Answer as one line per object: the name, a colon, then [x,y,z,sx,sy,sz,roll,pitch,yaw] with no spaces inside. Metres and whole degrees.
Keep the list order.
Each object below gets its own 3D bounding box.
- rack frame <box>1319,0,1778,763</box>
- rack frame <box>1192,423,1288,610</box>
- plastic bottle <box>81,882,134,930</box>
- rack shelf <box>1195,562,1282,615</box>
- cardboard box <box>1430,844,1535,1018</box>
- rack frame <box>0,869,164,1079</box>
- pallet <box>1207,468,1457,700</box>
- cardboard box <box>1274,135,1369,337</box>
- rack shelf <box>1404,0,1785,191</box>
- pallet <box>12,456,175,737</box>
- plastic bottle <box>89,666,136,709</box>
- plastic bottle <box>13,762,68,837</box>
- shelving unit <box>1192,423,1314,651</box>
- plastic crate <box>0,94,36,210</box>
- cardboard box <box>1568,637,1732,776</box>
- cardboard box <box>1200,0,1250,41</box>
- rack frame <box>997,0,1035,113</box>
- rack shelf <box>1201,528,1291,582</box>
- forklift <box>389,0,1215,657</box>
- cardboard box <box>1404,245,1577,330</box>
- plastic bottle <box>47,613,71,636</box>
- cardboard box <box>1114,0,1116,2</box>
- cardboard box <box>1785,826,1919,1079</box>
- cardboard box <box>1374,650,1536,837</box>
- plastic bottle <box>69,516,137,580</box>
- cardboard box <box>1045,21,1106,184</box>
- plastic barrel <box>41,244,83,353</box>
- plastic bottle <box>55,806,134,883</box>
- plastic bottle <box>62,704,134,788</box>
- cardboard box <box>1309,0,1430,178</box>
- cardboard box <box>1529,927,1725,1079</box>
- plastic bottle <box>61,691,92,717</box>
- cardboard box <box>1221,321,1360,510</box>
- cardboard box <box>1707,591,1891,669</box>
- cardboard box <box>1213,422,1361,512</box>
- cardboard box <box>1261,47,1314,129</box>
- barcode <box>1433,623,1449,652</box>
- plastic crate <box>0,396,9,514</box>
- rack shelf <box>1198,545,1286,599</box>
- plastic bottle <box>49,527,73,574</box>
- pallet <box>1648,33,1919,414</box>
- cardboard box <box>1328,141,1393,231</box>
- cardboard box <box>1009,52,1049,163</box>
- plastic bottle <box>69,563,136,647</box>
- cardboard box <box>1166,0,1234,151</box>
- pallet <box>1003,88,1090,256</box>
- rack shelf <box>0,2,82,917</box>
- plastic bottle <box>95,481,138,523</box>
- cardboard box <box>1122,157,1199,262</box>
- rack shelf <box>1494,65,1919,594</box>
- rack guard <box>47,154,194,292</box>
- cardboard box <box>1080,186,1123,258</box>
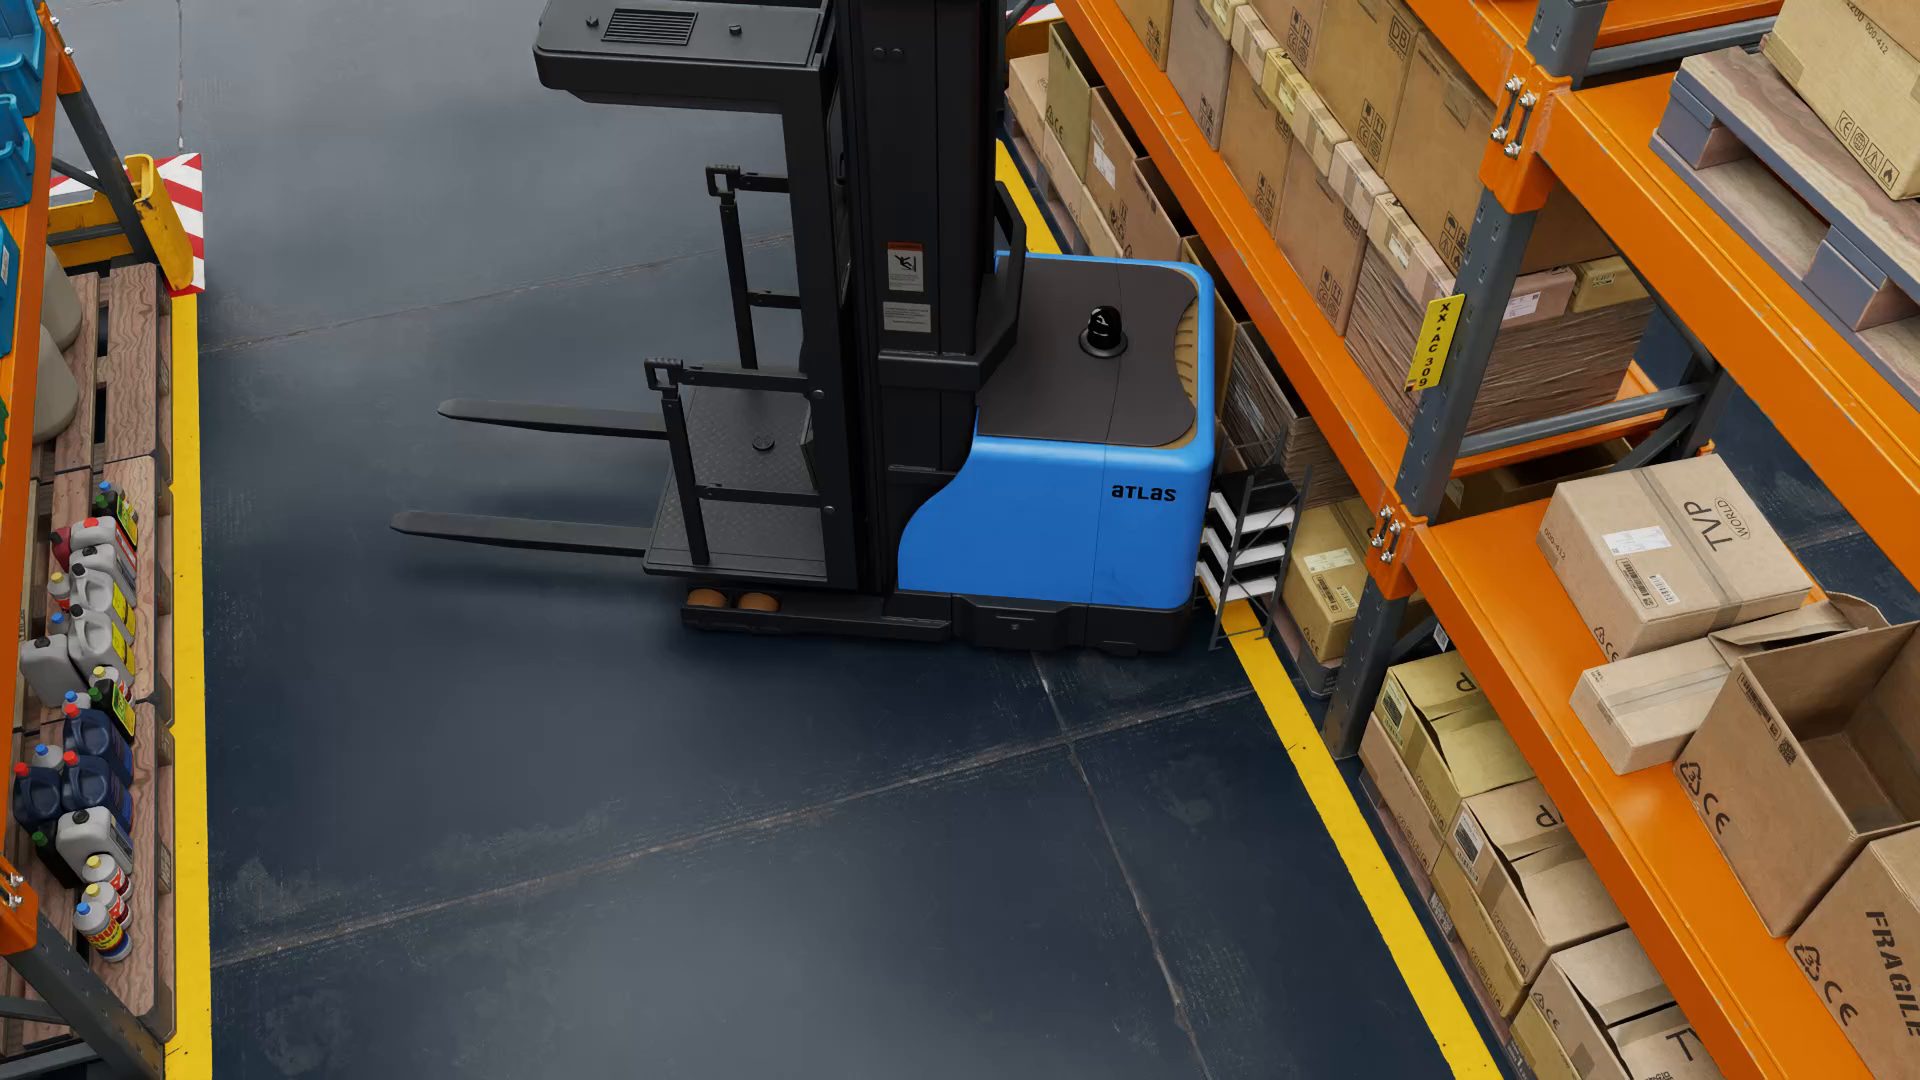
rack frame: [1.782,-0.339,4.863,1.000,3.000,0.127,-13,51,-11]
rack frame: [0.993,-0.066,5.996,0.240,0.900,0.006,-11,48,-13]
plastic bottle: [-2.656,1.132,5.166,0.097,0.201,0.097,0,50,0]
rack shelf: [1.015,0.152,6.085,0.258,0.077,0.200,-11,48,-13]
cardboard box: [1.815,1.136,5.144,0.500,0.250,0.500,-12,51,-10]
rack frame: [-2.951,0.778,3.922,1.000,3.000,0.127,-13,51,-11]
pallet: [1.587,-0.030,6.427,1.003,0.211,1.213,-13,51,-11]
cardboard box: [1.483,-1.078,5.421,0.700,0.500,0.500,-14,51,-11]
rack shelf: [1.191,-2.535,5.223,1.077,0.370,4.000,-13,51,-11]
pallet: [-3.474,0.285,6.162,1.003,0.211,1.213,-13,51,-11]
plastic bottle: [-2.910,0.505,5.694,0.097,0.201,0.097,0,50,0]
plastic bottle: [-2.931,0.840,5.315,0.144,0.351,0.185,-13,51,-11]
shelving unit: [1.023,0.006,5.930,0.258,0.900,0.210,-11,48,-13]
plastic crate: [-3.513,-1.322,5.789,0.499,0.251,0.408,-13,51,-11]
cardboard box: [1.849,0.435,4.375,0.380,0.149,0.250,-13,51,-11]
cardboard box: [1.042,-1.851,5.649,0.380,0.149,0.250,-12,51,-10]
rack frame: [0.599,-3.260,7.326,1.000,3.000,0.127,-13,51,-11]
rack shelf: [1.022,0.028,5.954,0.258,0.077,0.200,-11,48,-13]
forklift: [-0.622,-0.992,5.459,3.031,2.935,1.130,4,50,4]
cardboard box: [1.497,-0.730,4.704,0.380,0.149,0.250,-13,51,-11]
plastic bottle: [-3.132,0.330,5.842,0.097,0.201,0.097,0,50,0]
cardboard box: [0.885,-2.566,6.676,0.700,0.500,0.500,-12,51,-10]
cardboard box: [2.298,0.944,3.717,0.500,0.500,0.500,-13,51,-11]
cardboard box: [1.666,0.589,5.238,0.500,0.311,0.500,-13,51,-11]
plastic bottle: [-3.123,0.025,6.050,0.152,0.276,0.135,-13,51,-11]
cardboard box: [0.695,-1.944,7.250,0.500,0.500,0.500,-13,51,-11]
plastic barrel: [-3.866,-1.013,6.784,0.421,0.512,0.421,0,50,0]
plastic bottle: [-2.748,0.953,5.268,0.152,0.276,0.135,-12,51,-10]
plastic bottle: [-2.849,0.669,5.459,0.144,0.351,0.185,-15,52,-13]
cardboard box: [1.494,-1.481,4.912,0.700,0.500,0.500,-13,51,-11]
cardboard box: [1.964,1.334,4.610,0.500,0.311,0.500,-15,51,-12]
plastic bottle: [-2.928,0.596,5.572,0.097,0.271,0.097,0,50,0]
cardboard box: [1.299,-0.487,6.021,0.500,0.500,0.500,-13,51,-11]
cardboard box: [2.218,0.305,4.409,0.396,0.266,0.258,-14,51,-12]
cardboard box: [1.298,-0.245,6.308,0.500,0.250,0.500,-13,51,-11]
cardboard box: [1.198,-1.474,5.331,0.380,0.149,0.250,-14,51,-11]
barcode: [1.460,0.296,5.047,0.001,0.075,0.075,-13,51,-11]
plastic crate: [-3.083,-0.209,4.892,0.450,0.188,0.662,-13,51,-11]
rack shelf: [1.018,0.090,6.020,0.258,0.077,0.200,-11,48,-13]
plastic bottle: [-3.225,0.048,6.027,0.061,0.283,0.133,-13,51,-11]
pallet: [2.055,-0.603,3.249,0.805,0.209,1.217,-15,52,-12]
cardboard box: [1.346,-1.102,5.017,0.380,0.149,0.250,-15,51,-12]
cardboard box: [0.545,-2.067,7.844,0.500,0.250,0.500,-13,51,-11]
plastic bottle: [-3.030,0.223,5.835,0.144,0.351,0.185,-11,51,-9]
cardboard box: [1.185,-1.819,6.046,0.700,0.500,0.500,-12,51,-10]
pallet: [0.865,-1.813,7.930,1.003,0.211,1.213,-13,51,-11]
rack shelf: [-3.542,-0.451,5.428,1.077,0.370,4.000,-13,51,-11]
plastic bottle: [-3.172,-0.141,6.239,0.097,0.201,0.097,0,50,0]
cardboard box: [0.986,-1.213,6.634,0.500,0.500,0.500,-13,51,-11]
rack shelf: [2.374,0.387,2.760,1.077,0.370,4.000,-13,51,-11]
rack guard: [-4.066,-1.293,7.302,1.175,0.500,0.348,-13,51,-11]
cardboard box: [0.844,-1.338,7.229,0.500,0.250,0.500,-13,51,-11]
